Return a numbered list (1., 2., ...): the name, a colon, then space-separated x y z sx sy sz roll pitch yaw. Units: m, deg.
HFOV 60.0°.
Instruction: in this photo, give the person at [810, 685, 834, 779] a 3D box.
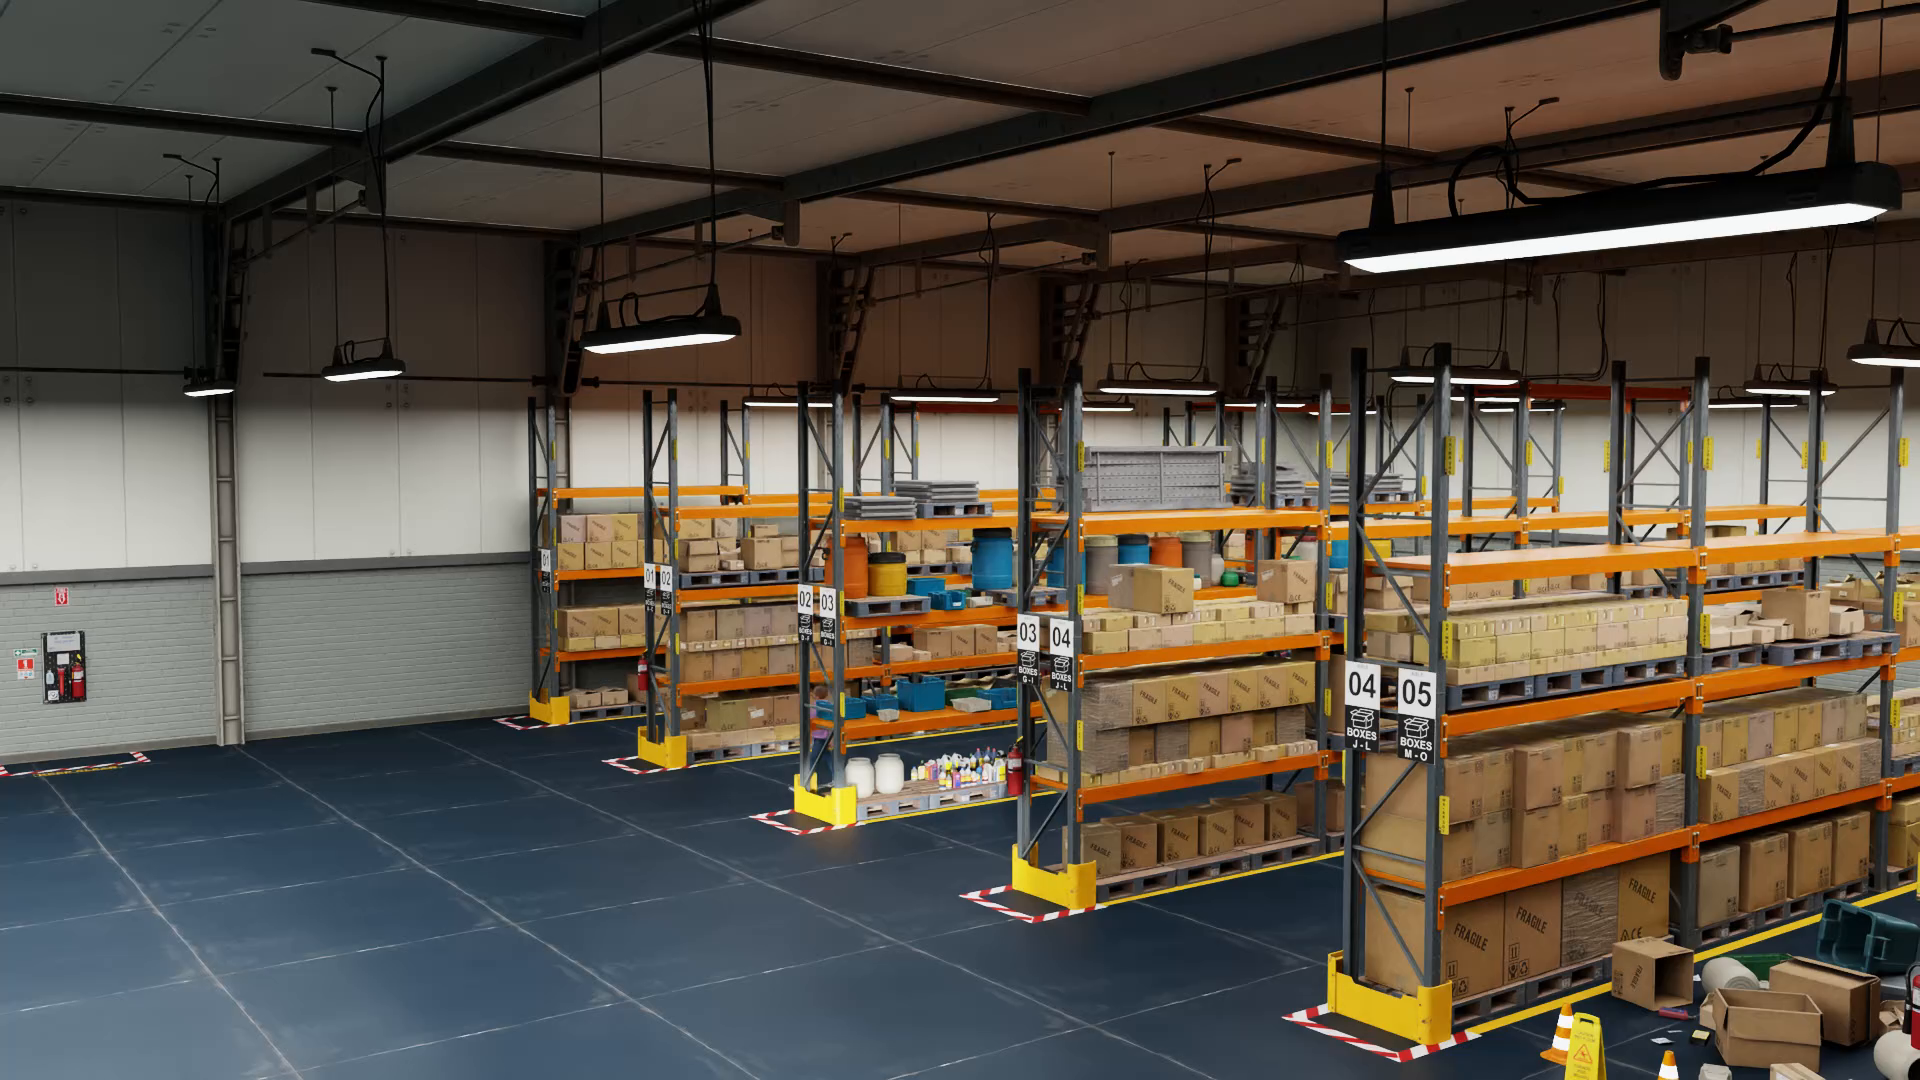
1. person: -2.060 2.940 24.633 0.772 1.374 0.456 -1 4 -22
